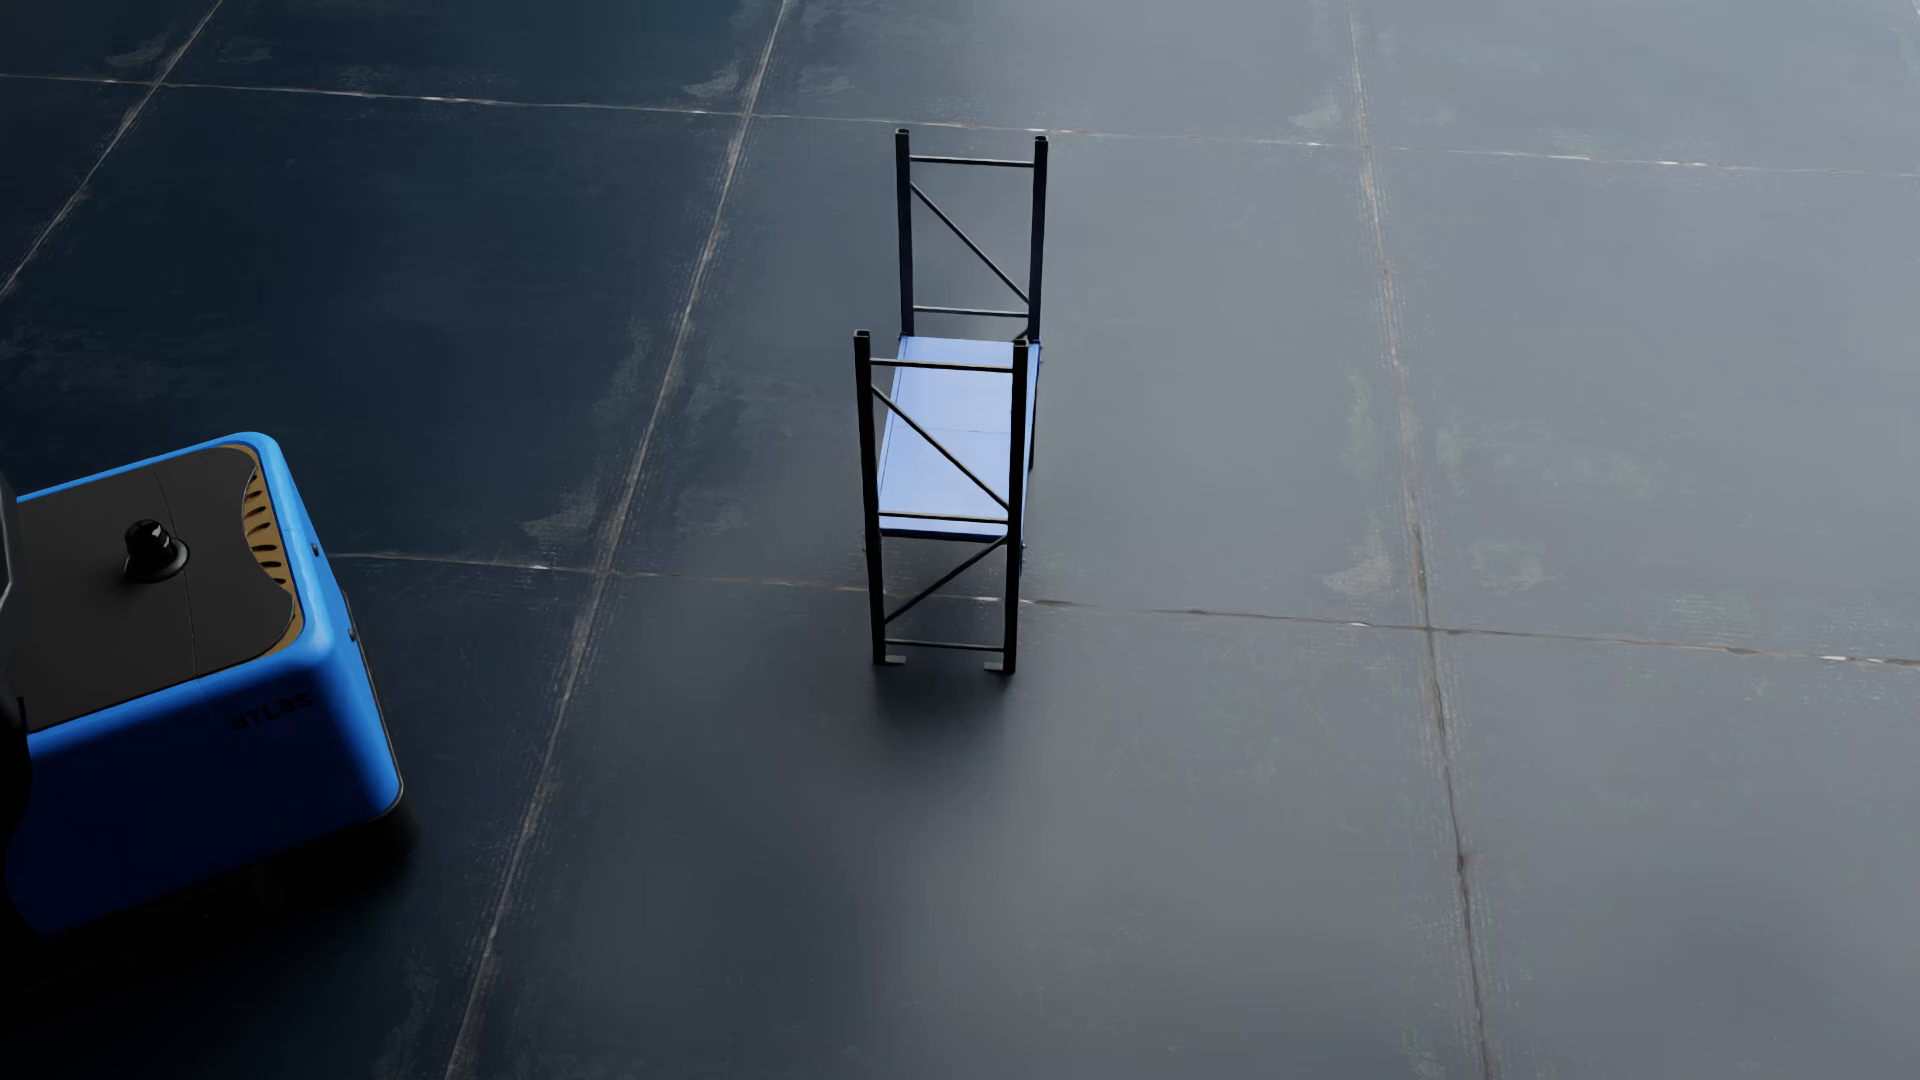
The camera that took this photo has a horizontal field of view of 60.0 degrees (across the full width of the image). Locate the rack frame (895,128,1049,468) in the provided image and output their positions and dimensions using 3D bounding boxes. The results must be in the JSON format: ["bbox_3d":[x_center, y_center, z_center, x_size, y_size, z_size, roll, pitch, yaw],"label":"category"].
[{"bbox_3d":[0.039,-0.817,5.981,0.500,1.500,0.032,4,48,4],"label":"rack frame"}]

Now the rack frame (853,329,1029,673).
[{"bbox_3d":[-0.054,-0.070,5.298,0.500,1.500,0.032,4,48,4],"label":"rack frame"}]

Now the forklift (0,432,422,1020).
[{"bbox_3d":[-3.272,0.172,4.106,3.031,2.935,1.130,-20,51,-17],"label":"forklift"}]

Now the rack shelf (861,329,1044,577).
[{"bbox_3d":[-0.008,-0.322,5.772,0.538,0.185,1.000,4,48,4],"label":"rack shelf"}]

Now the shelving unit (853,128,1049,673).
[{"bbox_3d":[-0.008,-0.443,5.639,0.538,1.500,1.048,4,48,4],"label":"shelving unit"}]
